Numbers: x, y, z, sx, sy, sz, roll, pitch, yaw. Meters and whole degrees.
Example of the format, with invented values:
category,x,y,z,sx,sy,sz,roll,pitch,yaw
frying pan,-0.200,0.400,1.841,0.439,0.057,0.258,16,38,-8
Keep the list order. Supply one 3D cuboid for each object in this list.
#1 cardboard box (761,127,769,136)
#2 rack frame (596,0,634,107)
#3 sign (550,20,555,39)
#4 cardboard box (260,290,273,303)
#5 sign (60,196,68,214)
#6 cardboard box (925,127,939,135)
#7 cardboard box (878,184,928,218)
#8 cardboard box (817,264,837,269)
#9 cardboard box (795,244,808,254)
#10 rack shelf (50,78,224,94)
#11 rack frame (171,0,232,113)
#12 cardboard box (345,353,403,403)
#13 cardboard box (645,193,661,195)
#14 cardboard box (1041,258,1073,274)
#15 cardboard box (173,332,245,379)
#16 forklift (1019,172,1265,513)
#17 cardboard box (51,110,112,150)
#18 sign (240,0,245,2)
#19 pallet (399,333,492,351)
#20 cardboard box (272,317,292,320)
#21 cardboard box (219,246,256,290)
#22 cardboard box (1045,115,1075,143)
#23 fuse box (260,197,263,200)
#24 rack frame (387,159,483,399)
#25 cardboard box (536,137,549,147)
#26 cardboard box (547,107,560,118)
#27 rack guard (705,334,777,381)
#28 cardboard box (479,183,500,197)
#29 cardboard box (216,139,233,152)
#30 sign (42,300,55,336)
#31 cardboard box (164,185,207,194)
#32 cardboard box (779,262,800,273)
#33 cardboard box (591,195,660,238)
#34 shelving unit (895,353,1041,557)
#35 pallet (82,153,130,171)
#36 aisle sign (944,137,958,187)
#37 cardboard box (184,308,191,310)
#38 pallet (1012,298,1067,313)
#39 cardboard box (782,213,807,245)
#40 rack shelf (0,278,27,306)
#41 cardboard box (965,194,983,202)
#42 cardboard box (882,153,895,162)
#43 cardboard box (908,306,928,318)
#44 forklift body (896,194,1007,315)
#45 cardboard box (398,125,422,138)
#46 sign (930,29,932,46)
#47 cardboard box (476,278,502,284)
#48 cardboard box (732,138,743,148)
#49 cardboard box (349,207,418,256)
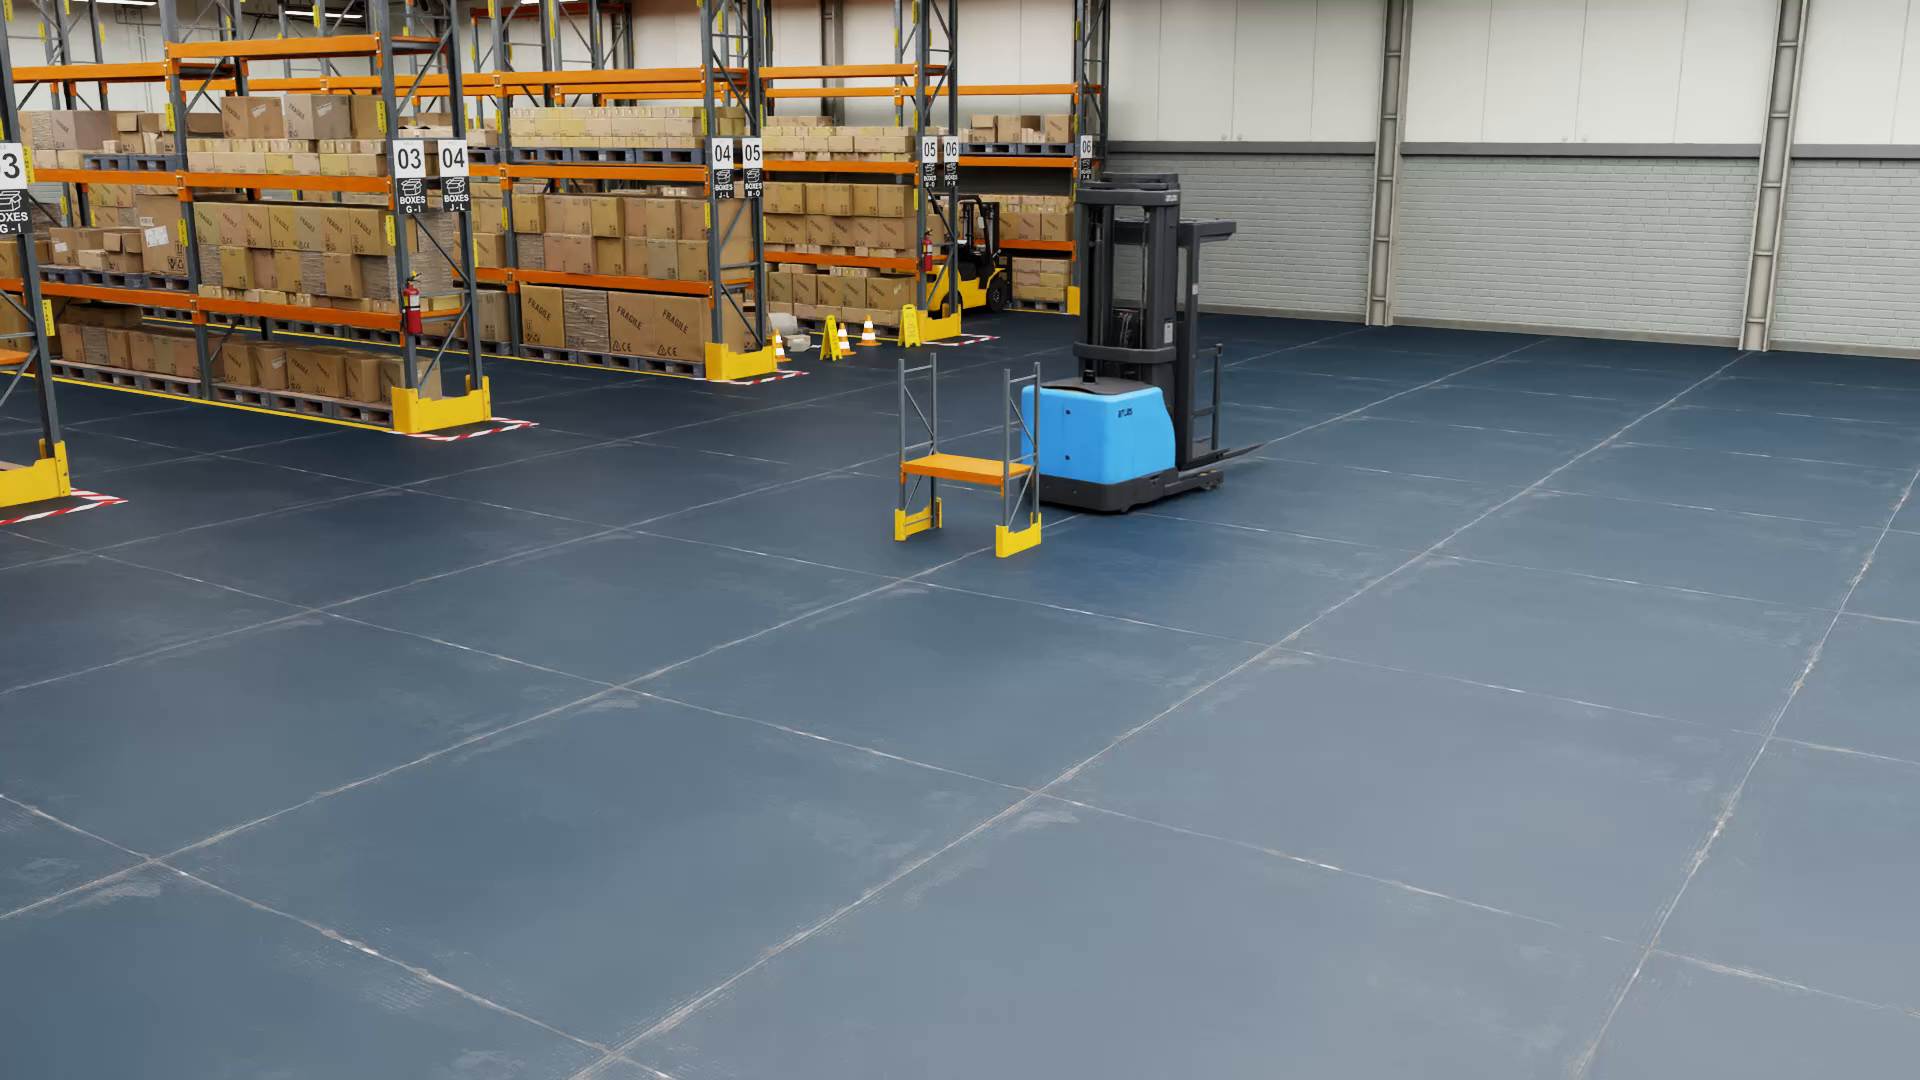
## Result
category,x,y,z,sx,sy,sz,roll,pitch,yaw
cardboard box,-3.158,-6.834,27.810,0.250,0.149,0.380,9,16,31
rack frame,-7.554,-10.262,36.550,0.127,3.000,1.000,9,17,33
sign,-7.309,-9.154,29.803,0.005,0.325,0.100,9,17,33
cardboard box,-8.152,-2.937,19.969,0.250,0.149,0.380,9,17,33
sign,-16.622,-6.207,30.855,0.005,0.325,0.100,9,17,33
cardboard box,-0.545,-6.560,26.701,0.250,0.149,0.380,9,17,32
cardboard box,-0.910,-5.454,26.703,0.500,0.500,0.700,9,16,31
cardboard box,-2.620,-5.602,34.278,0.625,0.625,0.875,8,16,31
cardboard box,-2.545,-4.885,27.838,0.250,0.149,0.380,9,17,33
rack shelf,-14.660,-8.189,29.679,4.000,0.370,1.077,9,17,33
rack frame,-13.000,-8.271,28.509,0.127,3.000,1.000,9,17,33
cardboard box,-6.919,-1.925,19.686,0.500,0.500,0.500,-12,18,-39
cardboard box,-5.615,-6.080,30.440,0.500,0.500,0.500,8,16,29
cardboard box,1.847,-5.095,30.928,0.500,0.250,0.500,10,17,35
cardboard box,-9.711,-2.398,21.553,0.500,0.500,0.700,8,16,29
forklift,1.865,-1.955,15.623,1.130,2.935,3.031,11,18,38
cardboard box,-11.447,-5.345,21.683,0.500,0.500,0.500,9,16,31
sign,-8.896,-6.820,20.540,0.005,0.325,0.100,9,17,33
pallet,-8.061,-3.184,26.248,1.213,0.211,1.003,9,17,33
cardboard box,-11.250,-3.987,28.016,0.500,0.500,0.500,8,16,30
cardboard box,-8.480,-3.357,20.315,0.500,0.500,0.875,9,17,33
cardboard box,1.900,-7.508,30.379,0.500,0.500,0.500,10,17,35
fuse box,-17.039,-7.421,40.242,0.414,1.711,0.539,9,17,33
rack frame,-5.895,-2.774,18.788,0.127,3.000,1.000,9,17,33
cardboard box,-5.827,-5.688,23.757,0.250,0.149,0.380,9,17,33
cardboard box,-5.617,-6.041,23.524,0.250,0.149,0.380,9,16,32
rack guard,-3.023,-2.533,23.016,0.348,0.500,1.175,9,17,33
cardboard box,-8.832,-6.579,31.867,0.500,0.500,0.500,9,16,32
cardboard box,-8.643,-4.720,19.886,0.250,0.149,0.380,9,17,33
sign,-8.348,-2.030,15.206,0.005,0.325,0.100,9,17,33
cardboard box,-13.541,-6.046,29.098,0.500,0.500,0.500,9,16,31
cardboard box,-2.847,-4.604,28.119,0.250,0.149,0.380,10,17,35
cardboard box,-4.738,-4.607,23.632,0.500,0.550,0.875,9,17,33
shelving unit,0.063,-0.718,13.602,1.083,1.500,0.587,9,17,33
pallet,-10.529,-4.918,21.597,1.003,0.211,1.213,9,17,33
aisle sign,-0.140,-6.066,26.674,0.004,0.787,0.394,9,17,33
cardboard box,-13.516,-4.164,29.460,0.250,0.149,0.380,9,17,34
pallet,1.745,-4.481,31.486,1.213,0.211,1.003,9,17,33
cardboard box,-2.635,-5.232,27.891,0.500,0.500,0.500,9,17,32
rack shelf,-14.193,-3.766,24.292,4.000,0.370,1.077,9,17,33
cardboard box,0.296,-6.526,31.766,0.250,0.149,0.380,9,17,33
cardboard box,-1.041,-6.103,26.516,0.250,0.149,0.380,9,17,33
cardboard box,-0.879,-3.783,27.710,0.500,0.250,0.500,9,17,32
forklift body,-0.189,-5.219,30.430,1.214,2.155,2.313,9,17,33
cardboard box,-8.361,-6.211,25.531,0.500,0.311,0.500,9,16,32
sign,-0.586,-9.827,32.519,0.005,0.325,0.100,9,17,33
cardboard box,-9.008,-5.345,32.721,0.875,0.875,0.875,10,17,34
cardboard box,-3.148,-5.446,22.780,0.250,0.149,0.380,9,17,33
cardboard box,-6.489,-3.477,18.719,0.500,0.500,0.500,9,17,33
